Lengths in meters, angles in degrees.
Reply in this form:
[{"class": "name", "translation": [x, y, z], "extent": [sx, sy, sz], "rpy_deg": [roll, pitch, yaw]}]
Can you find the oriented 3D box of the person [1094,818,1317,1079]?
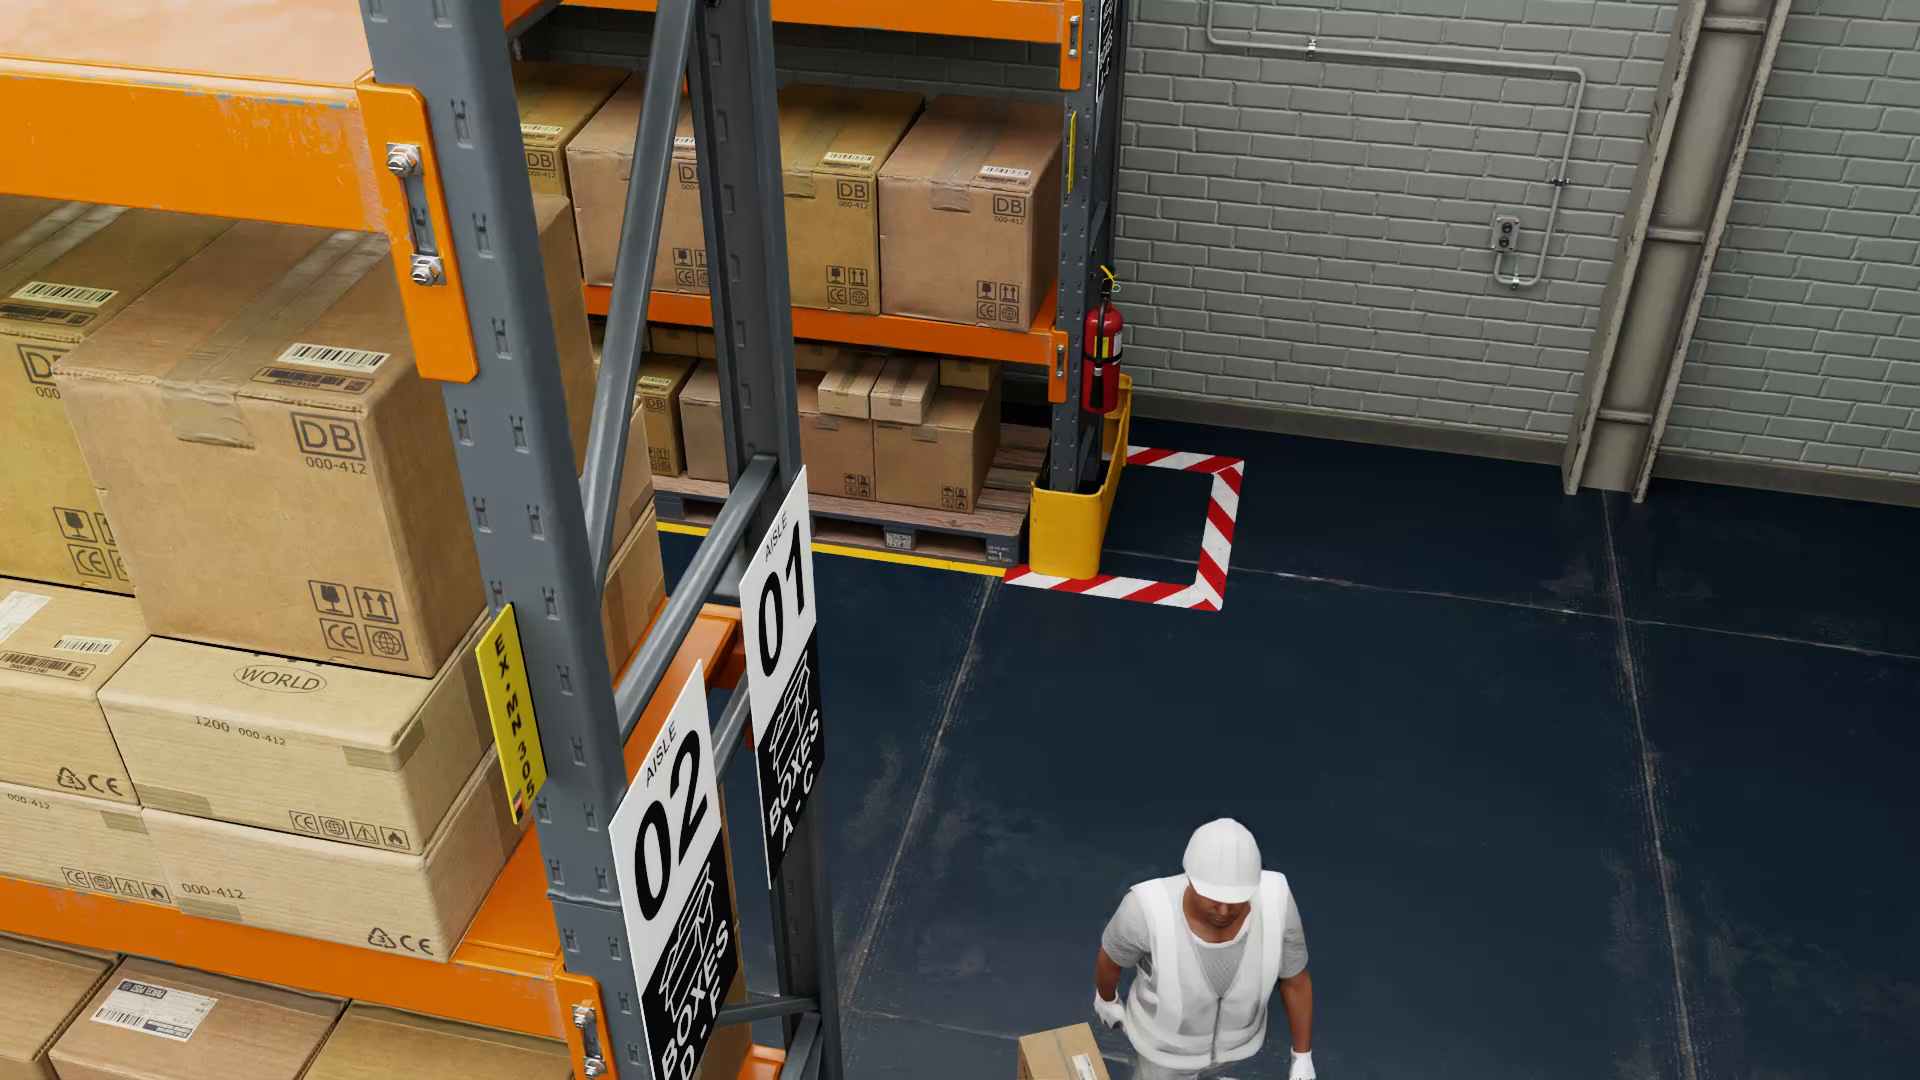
[{"class": "person", "translation": [0.732, 1.490, 4.894], "extent": [0.582, 1.714, 1.067], "rpy_deg": [-7, 37, -10]}]
